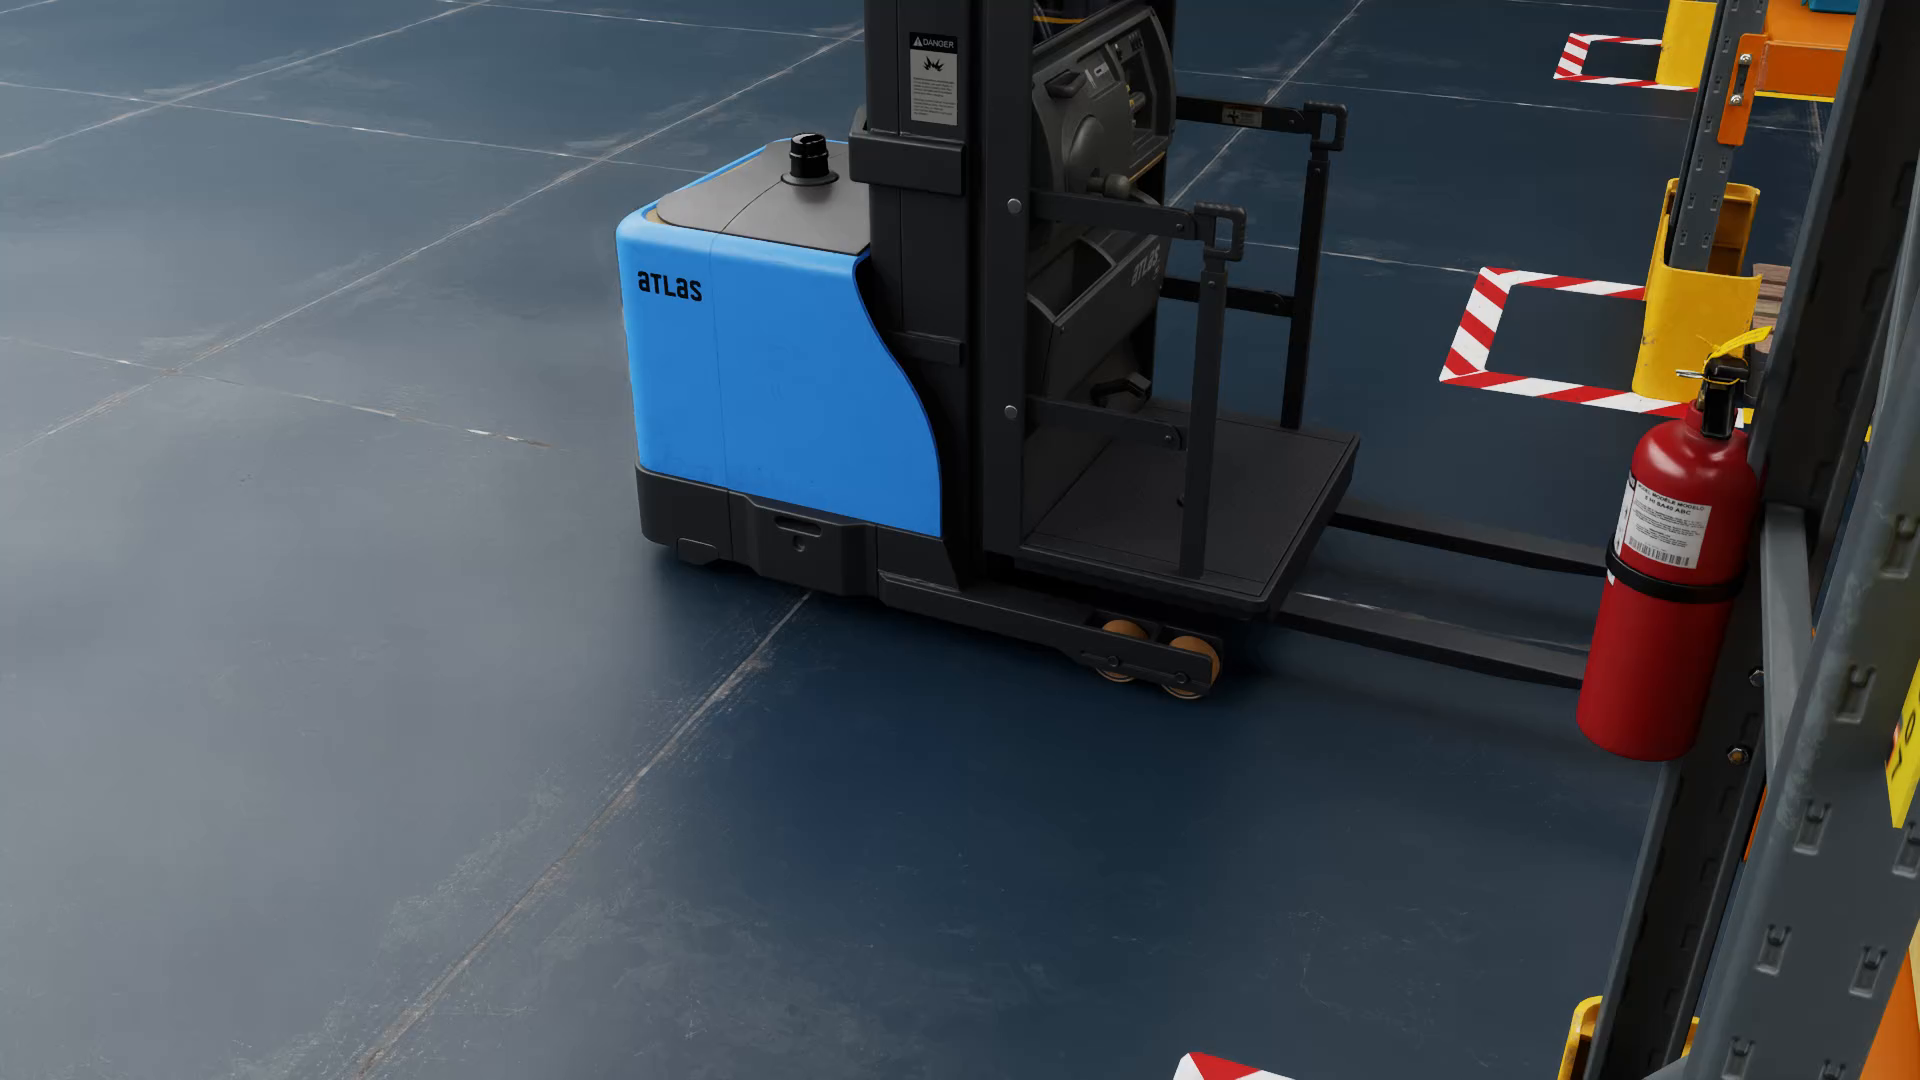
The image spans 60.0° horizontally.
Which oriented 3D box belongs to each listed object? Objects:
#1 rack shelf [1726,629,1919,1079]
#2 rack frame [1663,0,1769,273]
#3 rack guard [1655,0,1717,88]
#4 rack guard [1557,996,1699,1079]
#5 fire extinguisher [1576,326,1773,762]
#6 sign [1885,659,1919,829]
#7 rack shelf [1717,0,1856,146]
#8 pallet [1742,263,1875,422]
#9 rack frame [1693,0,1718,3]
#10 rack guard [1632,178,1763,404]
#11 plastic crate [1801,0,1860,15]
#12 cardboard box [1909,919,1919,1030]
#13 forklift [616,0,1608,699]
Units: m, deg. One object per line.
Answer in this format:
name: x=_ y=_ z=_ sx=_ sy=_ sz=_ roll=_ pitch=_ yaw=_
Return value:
rack shelf: x=2.787 y=0.869 z=1.395 sx=4.000 sy=0.370 sz=1.077 roll=11 pitch=31 yaw=19
rack frame: x=2.796 y=-2.073 z=5.869 sx=0.127 sy=3.000 sz=1.000 roll=11 pitch=31 yaw=19
rack guard: x=4.640 y=-3.247 z=10.486 sx=0.348 sy=0.500 sz=1.175 roll=11 pitch=31 yaw=19
rack guard: x=1.004 y=1.288 z=2.463 sx=0.348 sy=0.500 sz=1.175 roll=11 pitch=31 yaw=19
fire extinguisher: x=1.001 y=-0.012 z=2.301 sx=0.183 sy=0.674 sz=0.296 roll=11 pitch=31 yaw=19
sign: x=0.730 y=0.056 z=1.222 sx=0.005 sy=0.325 sz=0.100 roll=11 pitch=31 yaw=19
rack shelf: x=4.649 y=-1.389 z=5.391 sx=4.000 sy=0.370 sz=1.077 roll=11 pitch=31 yaw=19
pallet: x=3.635 y=-0.713 z=6.298 sx=1.213 sy=0.211 sz=1.003 roll=11 pitch=31 yaw=19
rack frame: x=4.662 y=-4.330 z=9.863 sx=0.127 sy=3.000 sz=1.000 roll=11 pitch=31 yaw=19
rack guard: x=2.884 y=-0.992 z=6.497 sx=0.348 sy=0.500 sz=1.175 roll=11 pitch=31 yaw=19
plastic crate: x=3.372 y=-2.052 z=5.983 sx=0.616 sy=0.251 sz=0.499 roll=11 pitch=31 yaw=19
cardboard box: x=1.108 y=0.457 z=1.649 sx=0.250 sy=0.149 sz=0.380 roll=11 pitch=31 yaw=19
forklift: x=0.572 y=-1.145 z=4.297 sx=3.031 sy=2.935 sz=1.130 roll=13 pitch=32 yaw=22
